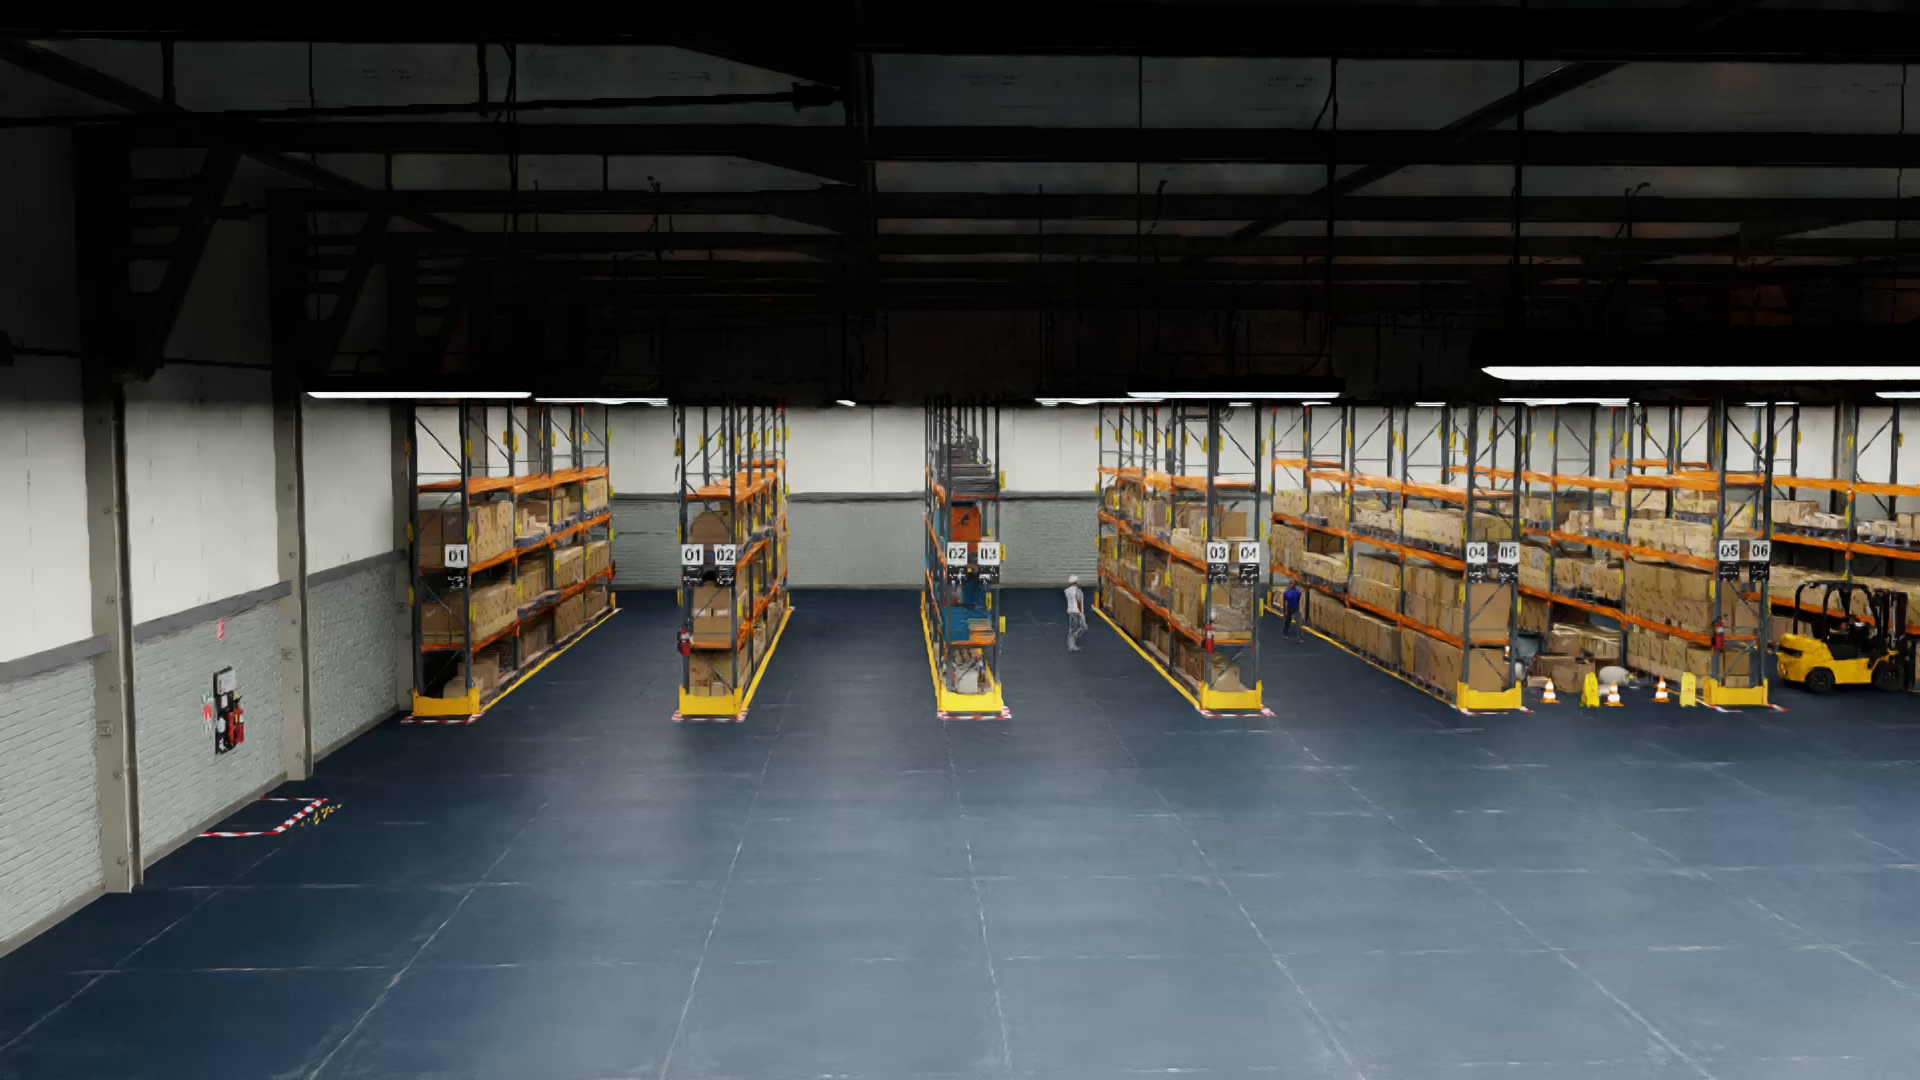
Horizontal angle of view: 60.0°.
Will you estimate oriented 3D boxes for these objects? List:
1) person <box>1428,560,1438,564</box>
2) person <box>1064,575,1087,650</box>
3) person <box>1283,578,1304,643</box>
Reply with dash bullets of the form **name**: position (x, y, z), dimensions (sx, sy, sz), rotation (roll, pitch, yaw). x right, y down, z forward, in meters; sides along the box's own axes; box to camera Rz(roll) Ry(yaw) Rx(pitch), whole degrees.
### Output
- **person**: position (14.950, 0.831, 52.106), dimensions (0.533, 1.600, 0.508), rotation (-4, 6, -38)
- **person**: position (2.709, 1.723, 39.348), dimensions (0.443, 1.780, 0.600), rotation (-3, 5, -32)
- **person**: position (8.114, 1.709, 40.649), dimensions (0.447, 1.574, 1.088), rotation (0, 5, 0)
